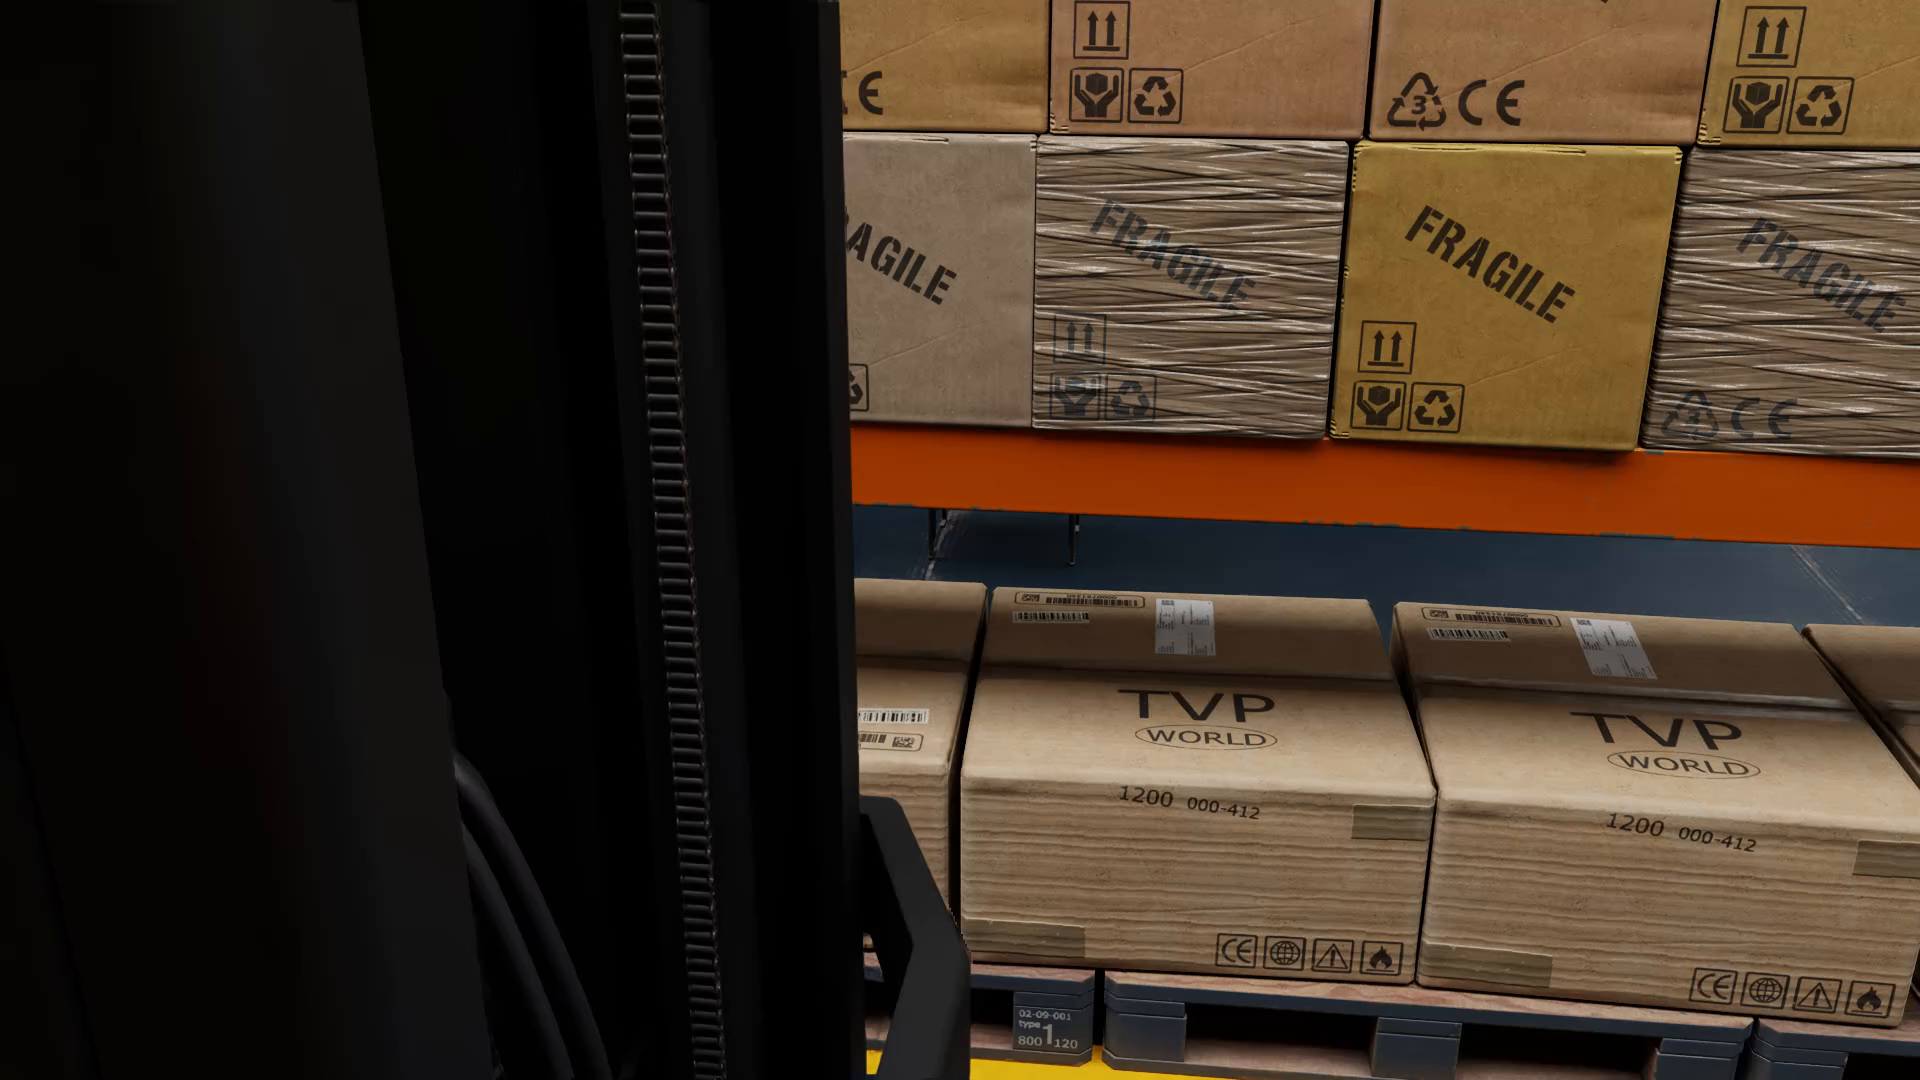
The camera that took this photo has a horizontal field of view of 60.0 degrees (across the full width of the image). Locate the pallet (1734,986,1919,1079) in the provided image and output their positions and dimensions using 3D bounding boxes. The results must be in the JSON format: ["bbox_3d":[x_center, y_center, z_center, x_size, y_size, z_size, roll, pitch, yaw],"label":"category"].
[{"bbox_3d":[2.144,0.846,3.513,1.213,0.211,1.003,2,22,6],"label":"pallet"}]

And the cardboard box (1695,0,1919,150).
[{"bbox_3d":[1.427,-0.925,2.703,0.500,0.500,0.500,2,22,6],"label":"cardboard box"}]

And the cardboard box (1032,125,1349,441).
[{"bbox_3d":[0.402,-0.502,2.993,0.500,0.500,0.500,3,22,7],"label":"cardboard box"}]

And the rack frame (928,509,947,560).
[{"bbox_3d":[-0.078,-0.980,5.562,0.015,2.100,0.400,2,22,6],"label":"rack frame"}]

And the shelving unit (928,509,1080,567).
[{"bbox_3d":[0.164,-0.969,5.536,0.503,2.100,0.431,2,22,6],"label":"shelving unit"}]

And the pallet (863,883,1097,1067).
[{"bbox_3d":[-0.279,0.740,3.781,1.213,0.211,1.003,2,22,6],"label":"pallet"}]

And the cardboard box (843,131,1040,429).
[{"bbox_3d":[-0.091,-0.525,3.053,0.500,0.500,0.500,3,22,7],"label":"cardboard box"}]

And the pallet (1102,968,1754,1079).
[{"bbox_3d":[0.936,0.792,3.649,1.213,0.211,1.003,2,22,6],"label":"pallet"}]

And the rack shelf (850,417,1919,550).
[{"bbox_3d":[0.961,-0.197,3.337,4.000,0.370,1.077,2,22,6],"label":"rack shelf"}]

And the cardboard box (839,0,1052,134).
[{"bbox_3d":[-0.080,-0.996,2.884,0.500,0.500,0.500,2,22,6],"label":"cardboard box"}]

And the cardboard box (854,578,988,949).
[{"bbox_3d":[-0.414,0.444,3.649,0.875,0.438,0.875,2,22,6],"label":"cardboard box"}]

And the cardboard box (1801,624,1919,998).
[{"bbox_3d":[2.280,0.559,3.359,0.875,0.438,0.875,2,22,4],"label":"cardboard box"}]

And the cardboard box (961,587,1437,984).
[{"bbox_3d":[0.475,0.483,3.552,0.875,0.438,0.875,2,22,5],"label":"cardboard box"}]

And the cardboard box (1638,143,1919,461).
[{"bbox_3d":[1.428,-0.462,2.892,0.500,0.500,0.500,3,22,8],"label":"cardboard box"}]

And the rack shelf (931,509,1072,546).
[{"bbox_3d":[0.164,-0.306,5.798,0.480,0.518,0.431,2,22,6],"label":"rack shelf"}]

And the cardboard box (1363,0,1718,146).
[{"bbox_3d":[0.928,-0.947,2.760,0.500,0.500,0.500,2,22,6],"label":"cardboard box"}]

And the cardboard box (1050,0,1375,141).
[{"bbox_3d":[0.428,-0.970,2.818,0.500,0.500,0.500,3,22,7],"label":"cardboard box"}]

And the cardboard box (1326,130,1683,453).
[{"bbox_3d":[0.914,-0.479,2.936,0.500,0.500,0.500,3,22,8],"label":"cardboard box"}]

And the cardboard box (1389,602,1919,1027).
[{"bbox_3d":[1.370,0.523,3.452,0.875,0.438,0.875,3,22,8],"label":"cardboard box"}]

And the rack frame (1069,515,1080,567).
[{"bbox_3d":[0.407,-0.959,5.509,0.015,2.100,0.400,2,22,6],"label":"rack frame"}]
